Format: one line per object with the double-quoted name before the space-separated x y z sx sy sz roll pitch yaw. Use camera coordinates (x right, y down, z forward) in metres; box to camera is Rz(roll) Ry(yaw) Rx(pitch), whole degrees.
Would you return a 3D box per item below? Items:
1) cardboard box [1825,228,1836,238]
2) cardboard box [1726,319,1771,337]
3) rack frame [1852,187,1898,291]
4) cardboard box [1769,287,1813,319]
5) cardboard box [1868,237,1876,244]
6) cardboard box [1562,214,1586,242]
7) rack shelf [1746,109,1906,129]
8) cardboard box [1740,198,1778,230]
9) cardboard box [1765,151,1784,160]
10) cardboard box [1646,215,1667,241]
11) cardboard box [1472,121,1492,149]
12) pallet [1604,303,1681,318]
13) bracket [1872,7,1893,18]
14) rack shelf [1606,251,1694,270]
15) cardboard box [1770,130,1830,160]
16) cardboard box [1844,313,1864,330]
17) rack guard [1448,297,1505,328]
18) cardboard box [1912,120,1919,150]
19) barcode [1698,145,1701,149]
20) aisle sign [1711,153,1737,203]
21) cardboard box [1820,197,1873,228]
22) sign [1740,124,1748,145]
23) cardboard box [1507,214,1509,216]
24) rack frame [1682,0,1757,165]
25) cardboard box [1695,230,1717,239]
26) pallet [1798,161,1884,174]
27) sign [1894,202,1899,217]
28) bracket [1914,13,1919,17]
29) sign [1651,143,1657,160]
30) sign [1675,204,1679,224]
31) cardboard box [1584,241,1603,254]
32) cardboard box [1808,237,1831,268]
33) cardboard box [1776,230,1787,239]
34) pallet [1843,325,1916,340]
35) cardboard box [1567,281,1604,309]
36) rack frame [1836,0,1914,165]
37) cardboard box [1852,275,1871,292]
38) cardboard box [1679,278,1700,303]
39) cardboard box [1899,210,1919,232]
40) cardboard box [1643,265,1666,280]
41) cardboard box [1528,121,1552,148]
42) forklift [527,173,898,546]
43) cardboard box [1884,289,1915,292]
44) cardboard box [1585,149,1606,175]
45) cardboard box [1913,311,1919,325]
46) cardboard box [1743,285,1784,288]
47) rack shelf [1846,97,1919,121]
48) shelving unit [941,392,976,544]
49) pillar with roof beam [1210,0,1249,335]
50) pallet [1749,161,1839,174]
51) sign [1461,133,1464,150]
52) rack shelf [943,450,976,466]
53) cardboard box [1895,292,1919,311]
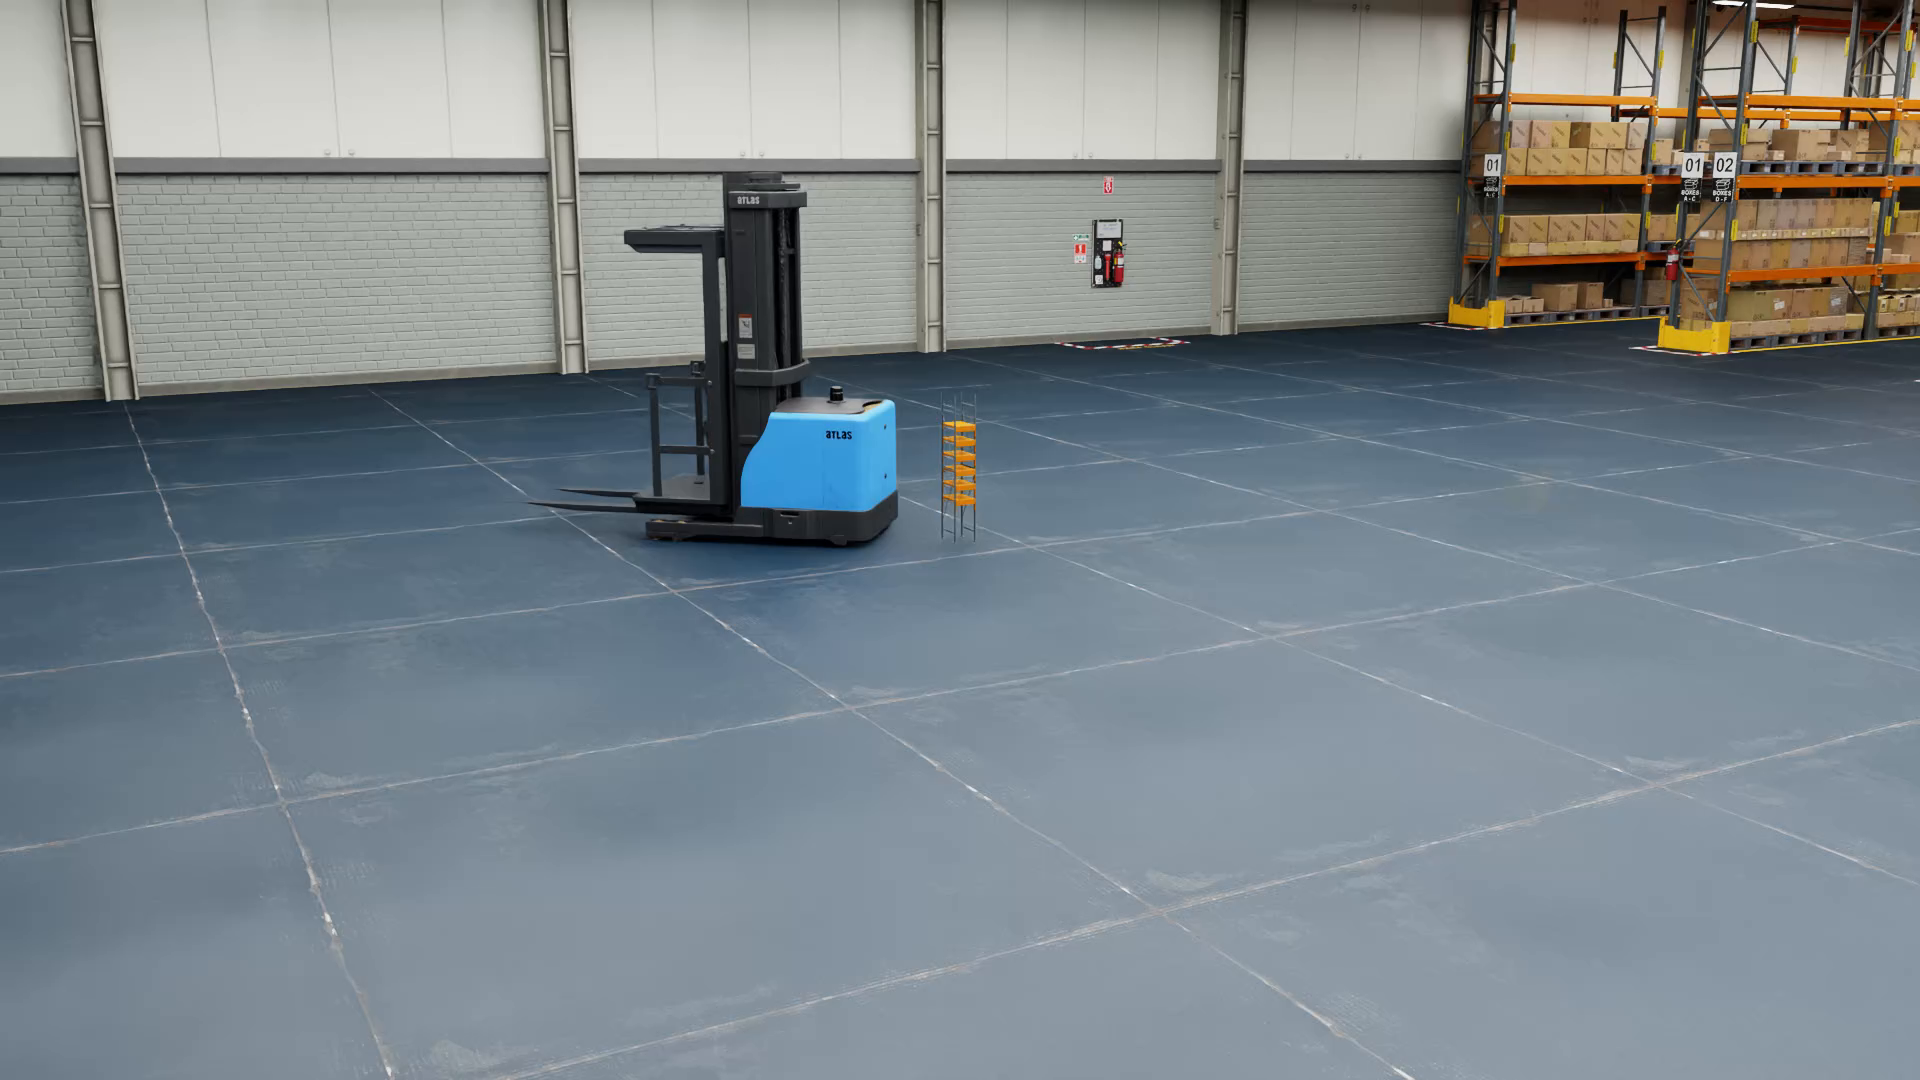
"cardboard box" 14.719 -5.256 28.426 0.250 0.149 0.380 -7 14 -28
"cardboard box" 13.253 -3.577 27.976 0.500 0.250 0.500 -7 14 -28
"rack frame" 20.394 -6.863 37.273 0.127 3.000 1.000 -7 14 -28
"cardboard box" 14.134 -4.046 28.355 0.500 0.500 0.500 -7 14 -28
"cardboard box" 20.023 -6.629 36.759 0.250 0.149 0.380 -7 14 -27
"cardboard box" 11.767 -6.055 32.271 0.500 0.500 0.500 -6 14 -26
"rack shelf" 18.639 -9.033 35.802 4.000 0.370 1.077 -7 14 -28
"cardboard box" 13.160 -5.437 27.752 0.500 0.500 0.700 -7 15 -29
"cardboard box" 13.356 -6.350 27.459 0.250 0.149 0.380 -7 14 -28
"cardboard box" 13.836 -6.332 33.682 0.500 0.500 0.700 -7 14 -28
"cardboard box" 10.115 -7.706 31.636 0.500 0.500 0.500 -6 14 -25
"pallet" 14.055 -4.743 34.204 1.213 0.211 1.003 -7 14 -28
"bracket" 20.400 -11.674 36.789 0.430 0.232 0.235 -7 14 -28
"rack shelf" 15.128 -5.881 34.547 4.000 0.370 1.077 -7 14 -28
"cardboard box" 14.243 -6.705 28.229 0.637 0.503 0.797 -5 14 -22
"cardboard box" 15.447 -3.840 29.145 0.500 0.250 0.500 -7 14 -28
"rack guard" 9.928 -4.389 31.973 0.348 0.500 1.175 -7 14 -28
"cardboard box" 16.798 -7.150 29.392 0.500 0.500 0.500 -5 14 -22
"barcode" 12.272 -6.518 27.584 0.075 0.075 0.001 -7 14 -28
"aisle sign" 12.327 -5.849 26.844 0.004 0.787 0.394 -7 14 -28
"cardboard box" 15.363 -5.701 28.926 0.500 0.500 0.700 -7 14 -28
"sign" 12.499 -6.467 26.511 0.005 0.325 0.100 -7 14 -28
"cardboard box" 10.620 -6.045 32.224 0.500 0.500 0.500 -7 14 -27
"rack frame" 12.238 -7.573 26.764 0.127 3.000 1.000 -7 14 -28
"cardboard box" 12.482 -5.088 27.682 0.250 0.149 0.380 -7 15 -29
"pallet" 15.013 -6.393 28.552 1.213 0.211 1.003 -7 14 -28
"sign" 20.663 -7.286 36.694 0.005 0.325 0.100 -7 14 -28
"bracket" 23.390 -12.032 38.381 4.783 0.066 0.076 -7 14 -28
"sign" 13.639 -7.633 32.686 0.005 0.325 0.100 -7 14 -28
"sign" 11.991 -5.433 27.741 0.005 0.325 0.100 -7 14 -28
"cardboard box" 12.227 -5.743 32.592 0.500 0.250 0.500 -7 14 -28
"cardboard box" 14.461 -4.959 28.586 0.500 0.500 0.700 -7 14 -27
"cardboard box" 13.591 -5.120 27.824 0.250 0.149 0.380 -7 15 -30
"pallet" 16.377 -3.792 29.977 1.213 0.211 1.003 -7 14 -28
"cardboard box" 12.481 -4.900 33.240 0.500 0.500 0.500 -8 15 -32
"rack frame" 15.749 -7.994 28.634 0.127 3.000 1.000 -7 14 -28
"cardboard box" 19.886 -5.926 37.047 0.750 0.750 0.750 -7 14 -27
"cardboard box" 14.907 -5.207 34.606 0.500 0.500 0.700 -7 14 -27
"cardboard box" 21.522 -7.139 37.816 0.700 0.700 0.980 -7 15 -29
"cardboard box" 14.395 -5.510 34.244 0.500 0.250 0.500 -7 15 -29
"cardboard box" 10.781 -7.647 31.374 0.500 0.500 0.500 -7 14 -29
"forklift" -2.100 -1.529 13.726 3.031 2.935 1.130 3 13 12
"cardboard box" 17.303 -4.462 30.633 0.500 0.311 0.500 -7 14 -29
"cardboard box" 12.129 -7.326 32.226 0.500 0.500 0.500 -7 15 -30
"cardboard box" 17.125 -4.034 30.007 0.500 0.250 0.500 -7 15 -30
"cardboard box" 13.877 -4.150 28.814 0.500 0.500 0.500 -7 14 -28
"rack shelf" 17.505 -7.658 29.692 4.000 0.370 1.077 -7 14 -28
"shelving unit" -0.013 -0.584 13.471 0.189 1.200 0.258 -7 14 -28
"pillar with roof beam" 6.858 -7.307 25.581 0.400 9.000 9.100 -7 14 -28
"pallet" 13.944 -6.265 27.986 1.213 0.211 1.003 -7 14 -28
"sign" 9.613 -7.605 31.721 0.005 0.325 0.100 -7 14 -28
"rack shelf" -0.013 -0.658 13.454 0.180 0.103 0.258 -7 14 -28
"cardboard box" 17.127 -4.306 29.939 0.500 0.311 0.500 -7 15 -30
